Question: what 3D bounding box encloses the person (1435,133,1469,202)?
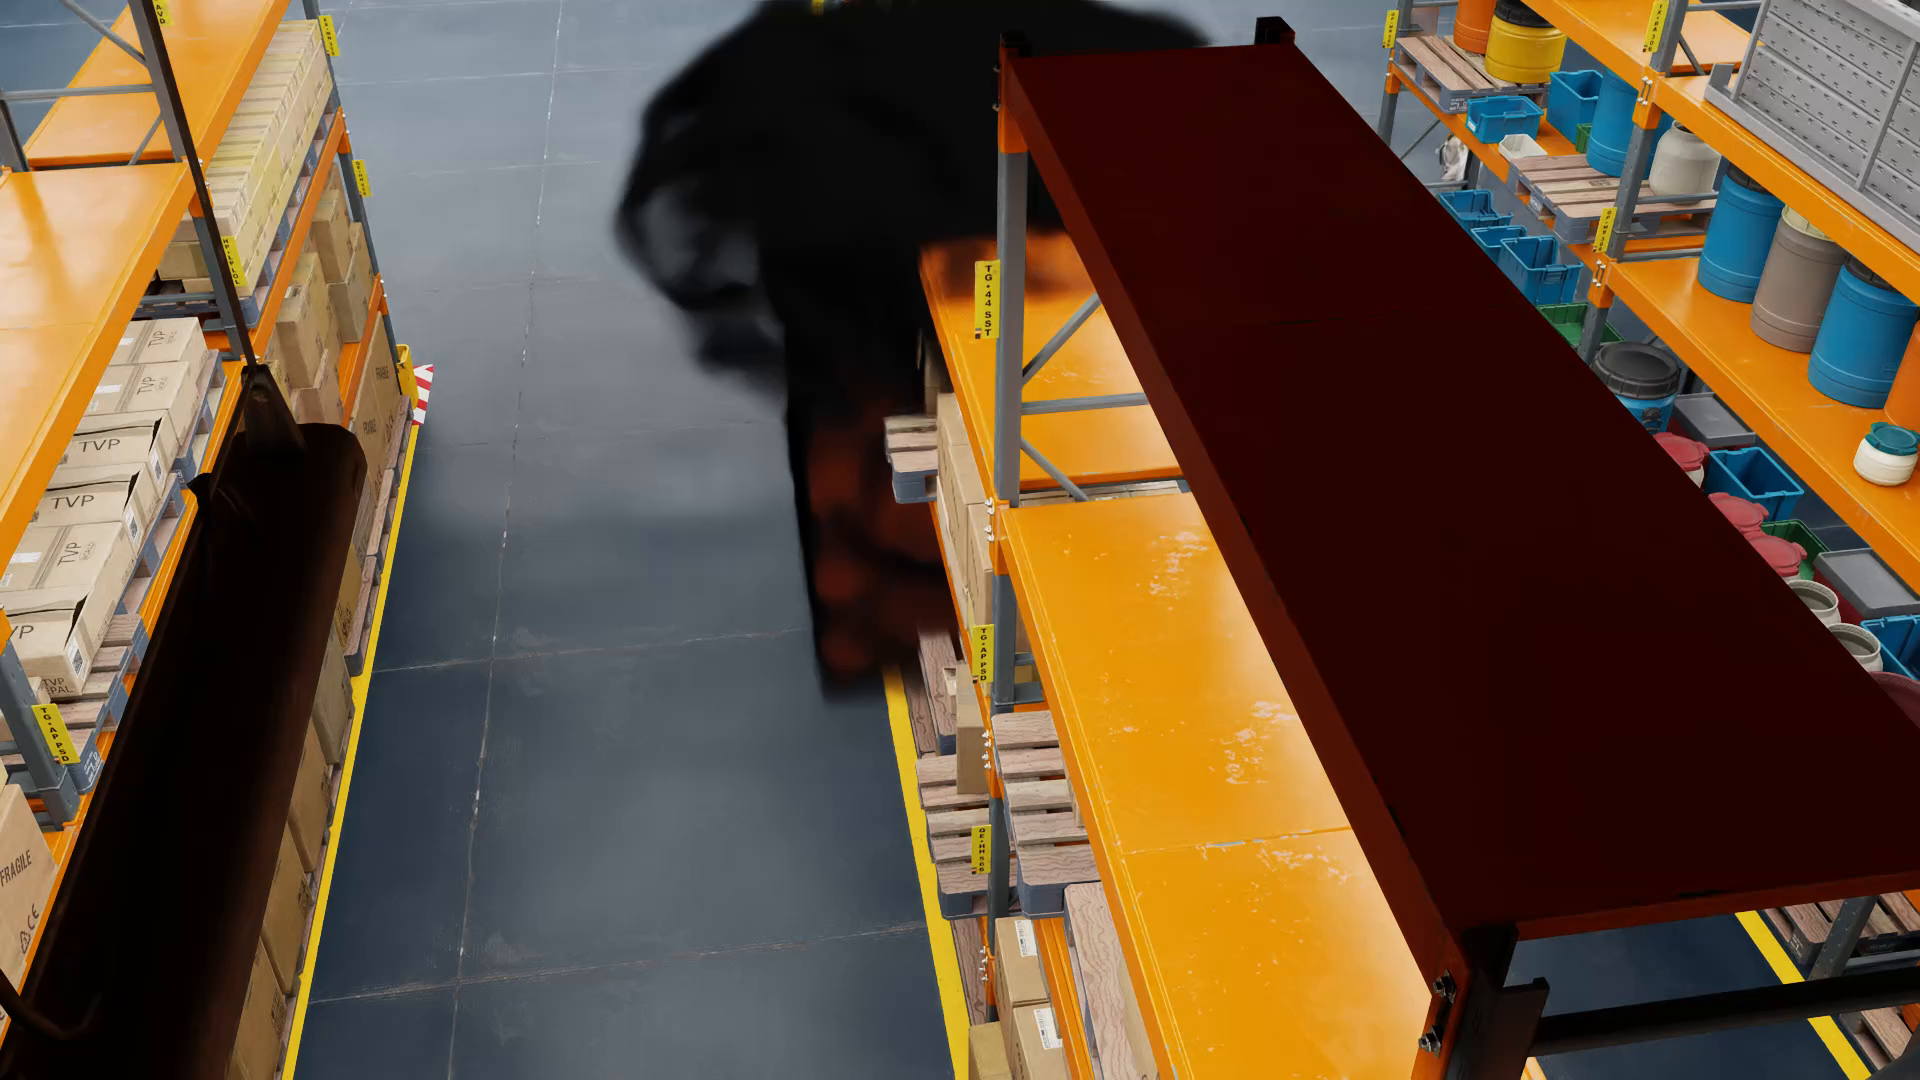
[{"bbox_3d":[4.979,-3.559,16.554,0.819,1.730,0.630,29,45,34],"label":"person"}]
